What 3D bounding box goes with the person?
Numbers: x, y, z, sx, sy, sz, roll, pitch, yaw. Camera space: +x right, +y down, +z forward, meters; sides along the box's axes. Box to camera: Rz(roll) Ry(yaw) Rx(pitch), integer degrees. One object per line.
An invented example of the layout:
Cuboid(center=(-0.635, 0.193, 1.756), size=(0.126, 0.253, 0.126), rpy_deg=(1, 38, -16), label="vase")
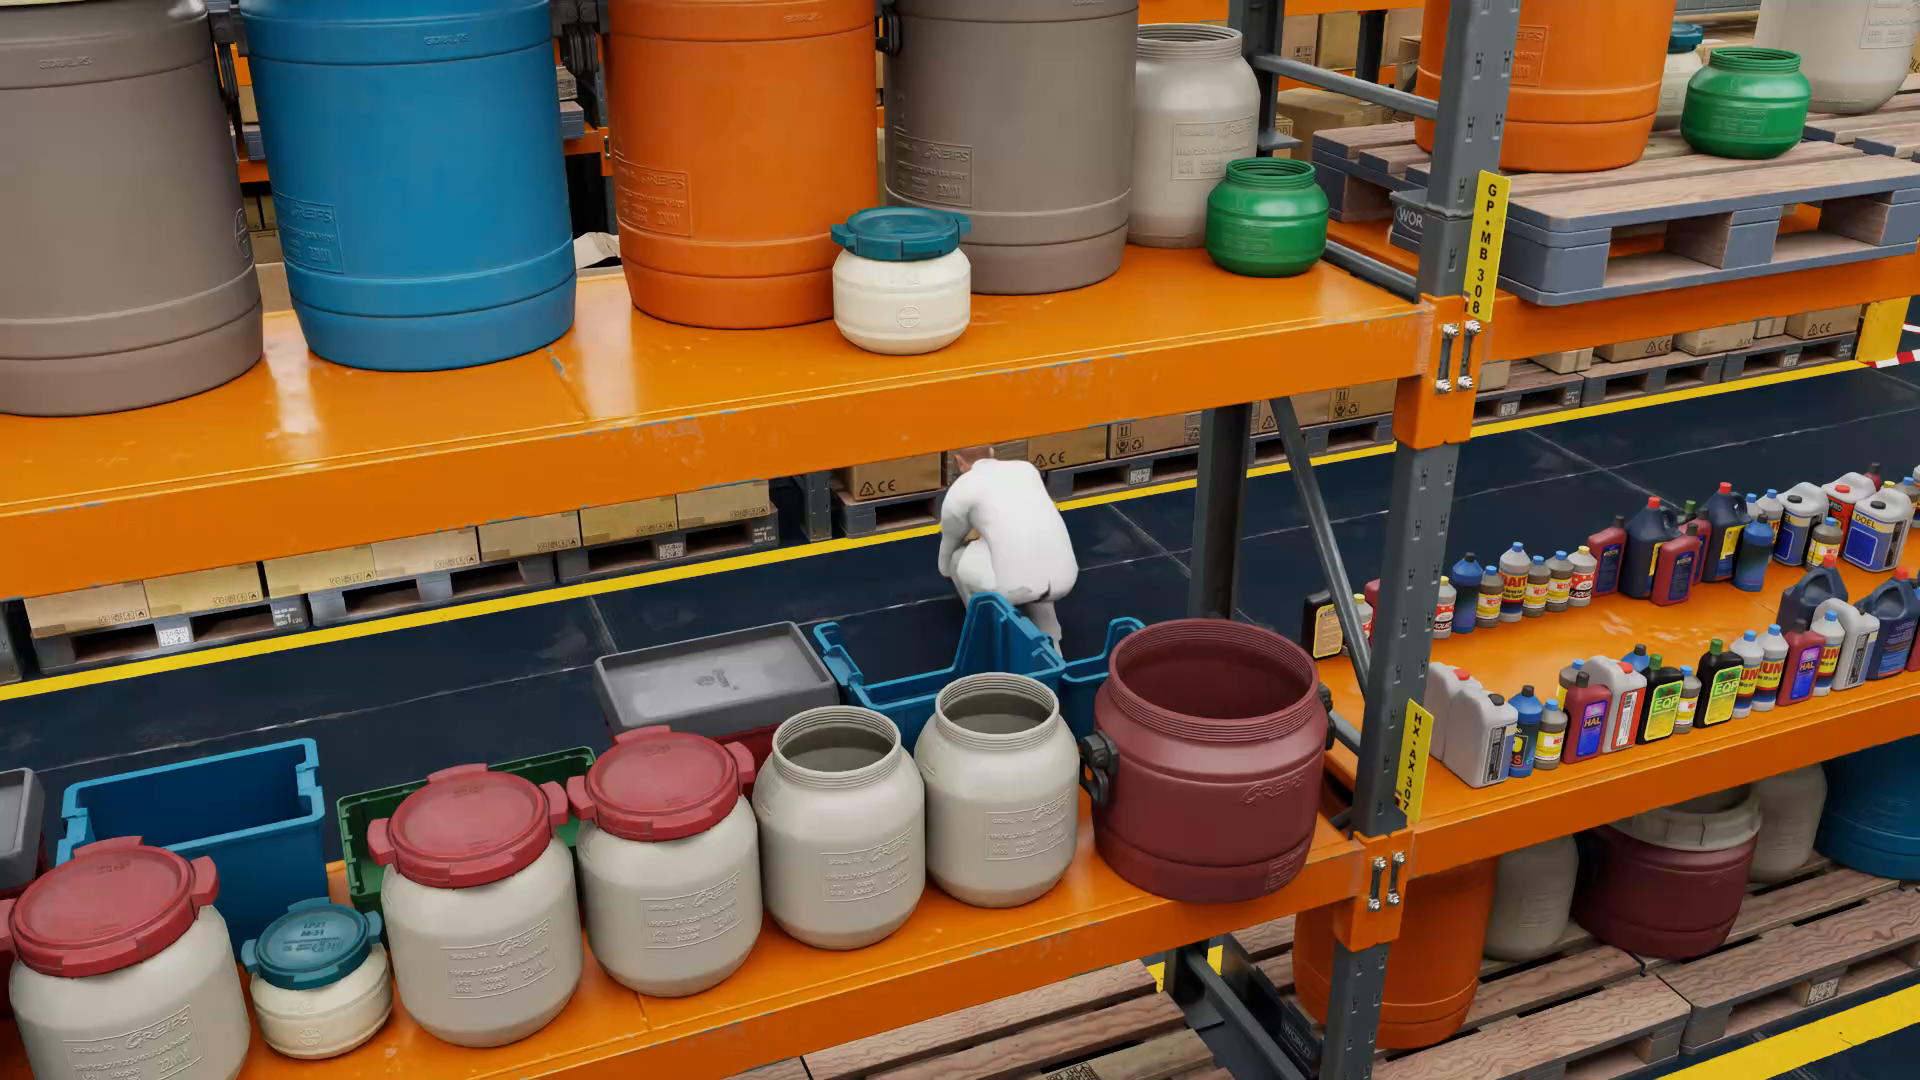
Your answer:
Cuboid(center=(0.213, 0.034, 7.957), size=(0.579, 1.008, 0.919), rpy_deg=(-11, 28, -22), label="person")
